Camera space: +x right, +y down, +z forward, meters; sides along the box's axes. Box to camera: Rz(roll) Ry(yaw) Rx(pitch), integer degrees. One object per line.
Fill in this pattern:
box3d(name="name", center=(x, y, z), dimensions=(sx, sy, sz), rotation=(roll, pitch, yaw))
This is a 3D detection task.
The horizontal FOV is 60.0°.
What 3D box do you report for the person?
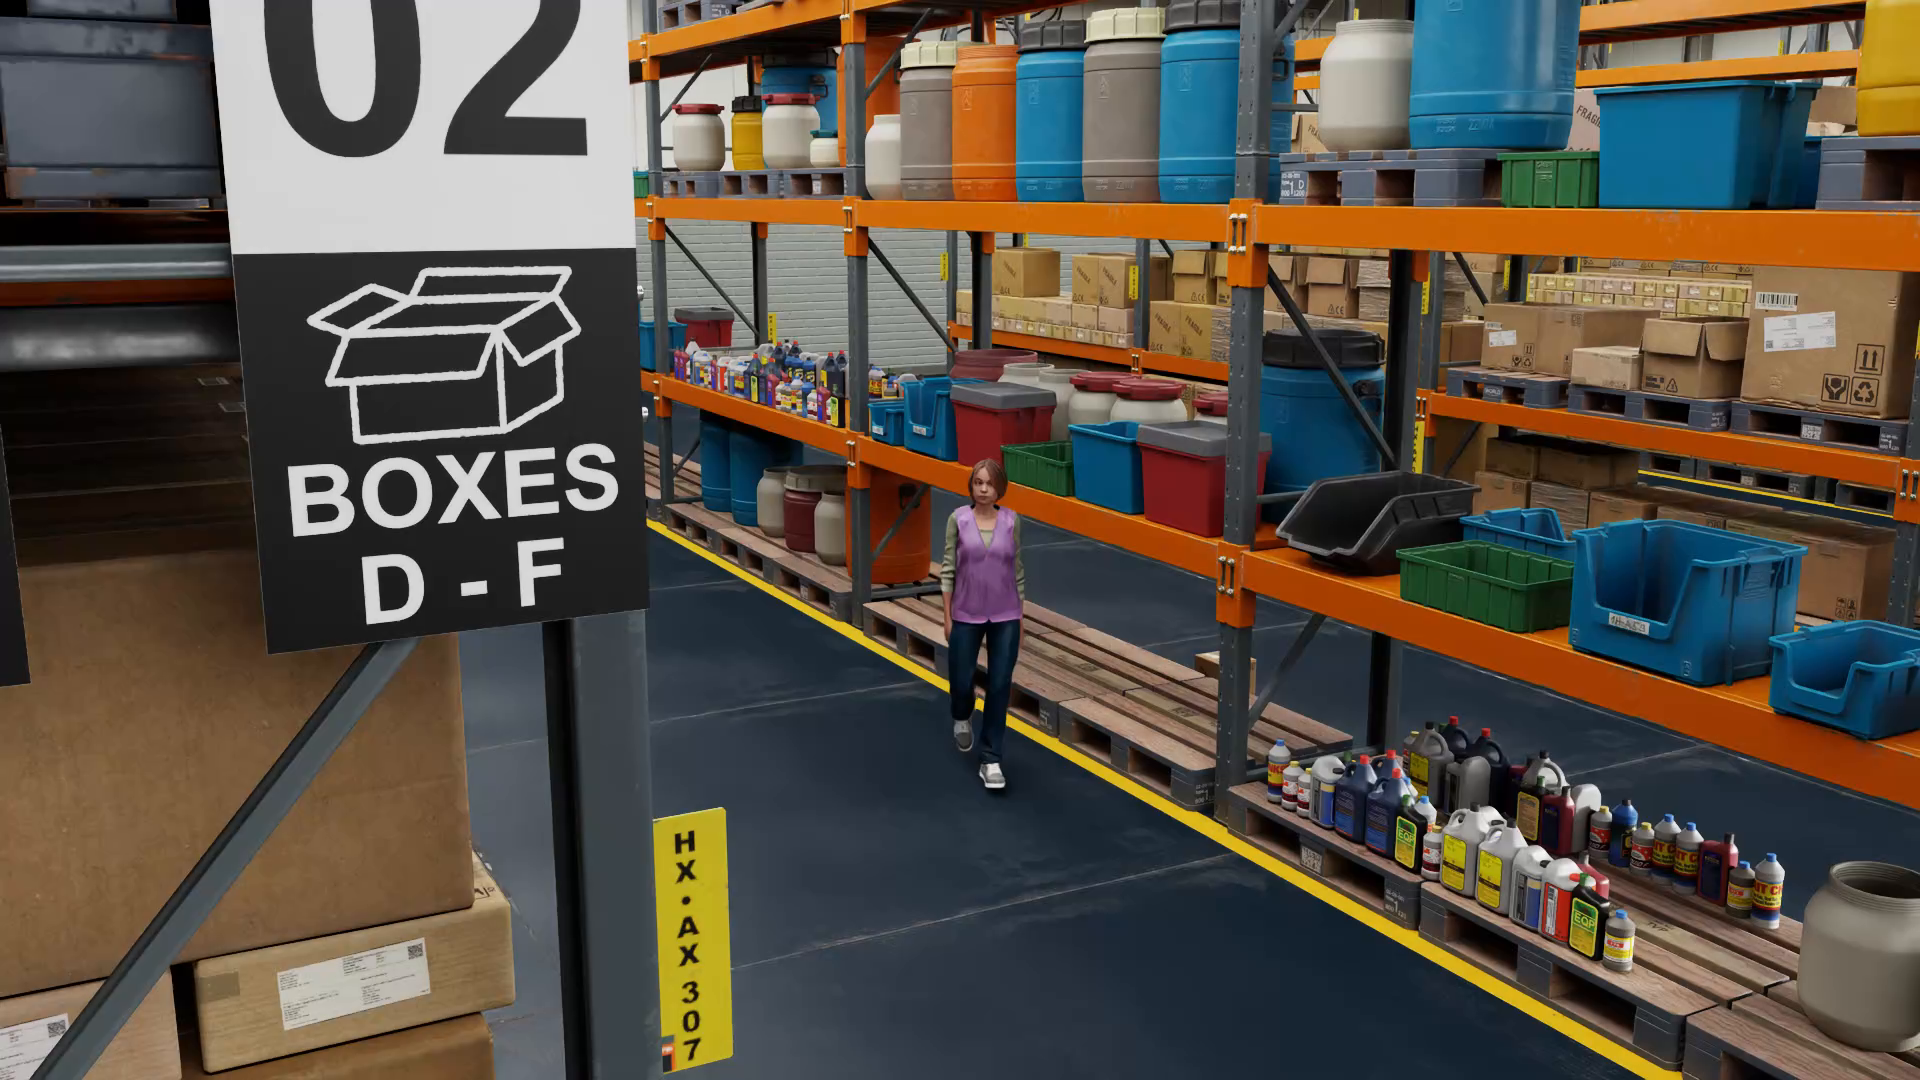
box3d(name="person", center=(0.116, 0.387, 8.091), dimensions=(0.412, 1.584, 0.528), rotation=(-1, 12, -5))
